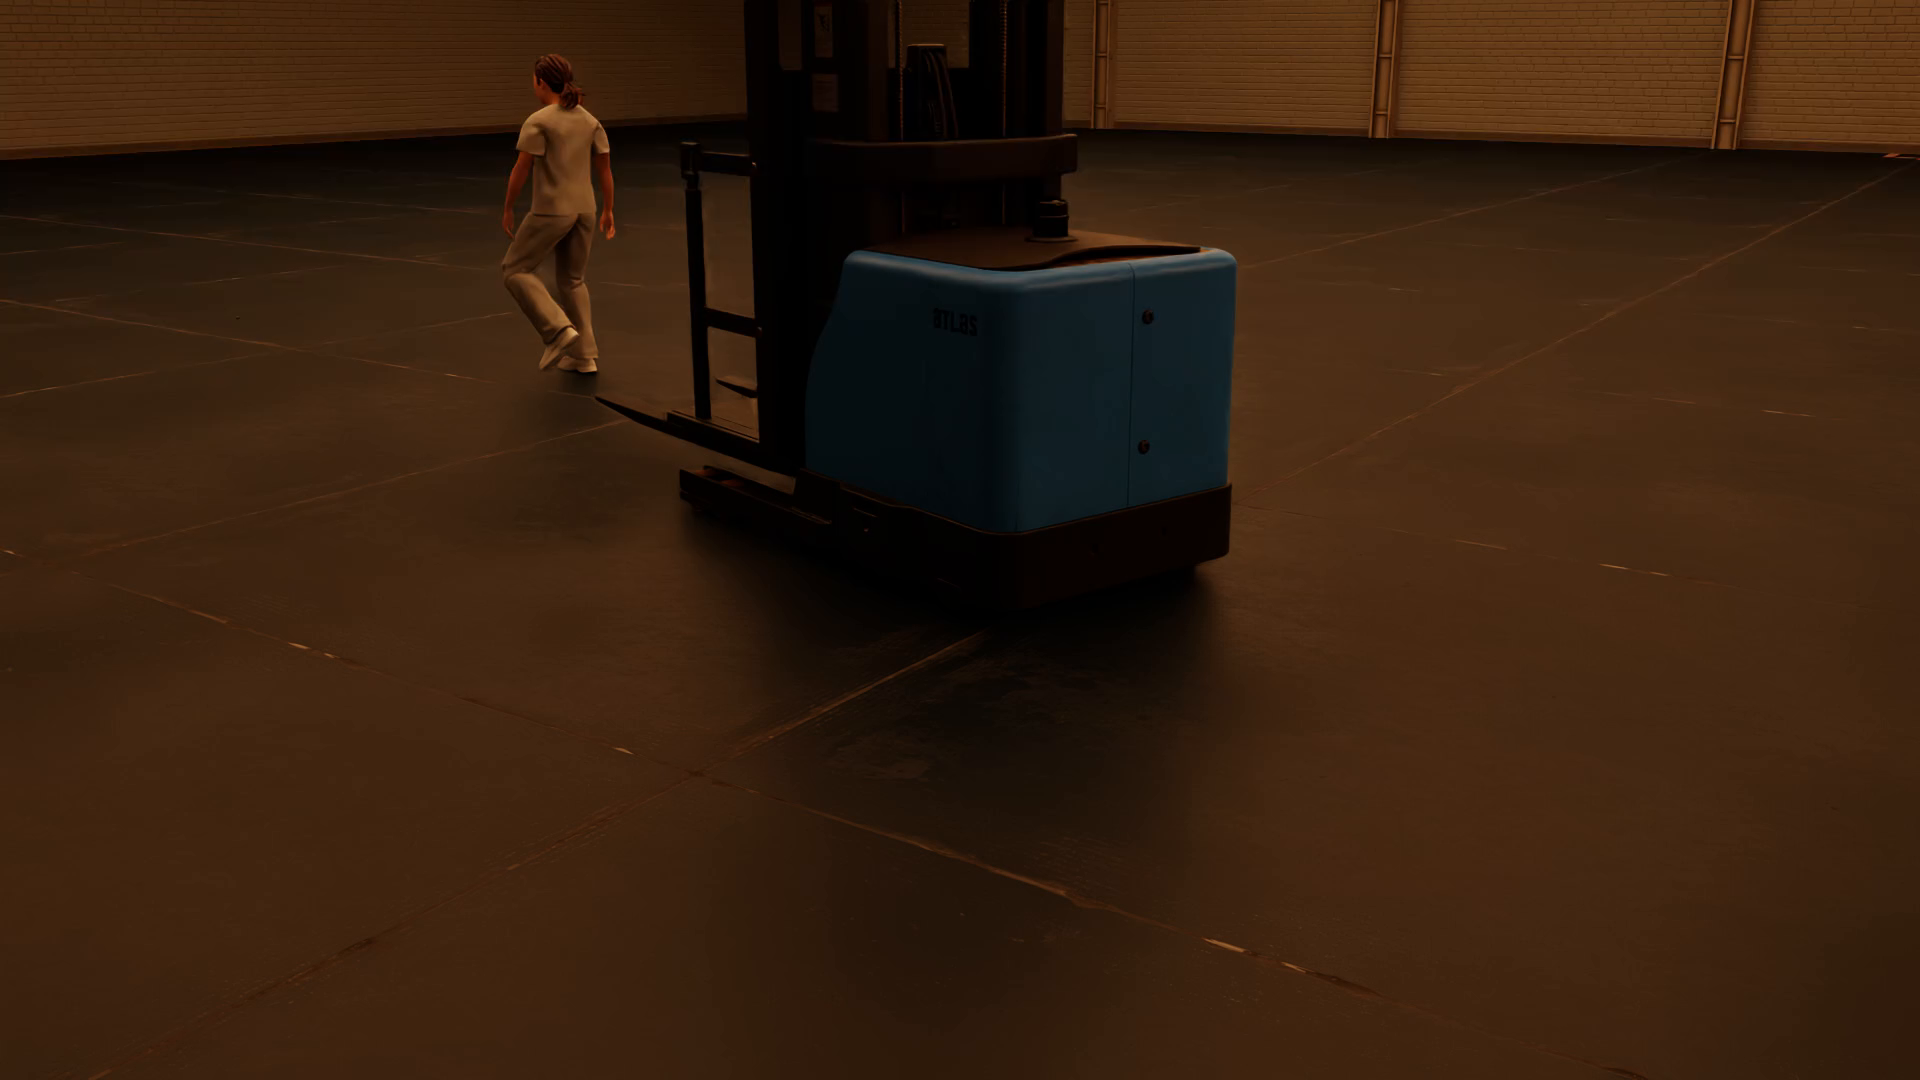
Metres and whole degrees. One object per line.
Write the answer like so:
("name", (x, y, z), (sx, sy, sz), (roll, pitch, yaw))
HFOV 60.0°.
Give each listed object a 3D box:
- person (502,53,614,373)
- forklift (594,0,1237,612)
("person", (-2.125, -1.701, 8.753), (0.460, 1.655, 0.594), (12, 21, 36))
("forklift", (-0.407, -1.543, 5.992), (1.130, 2.935, 3.031), (-13, 21, -36))
